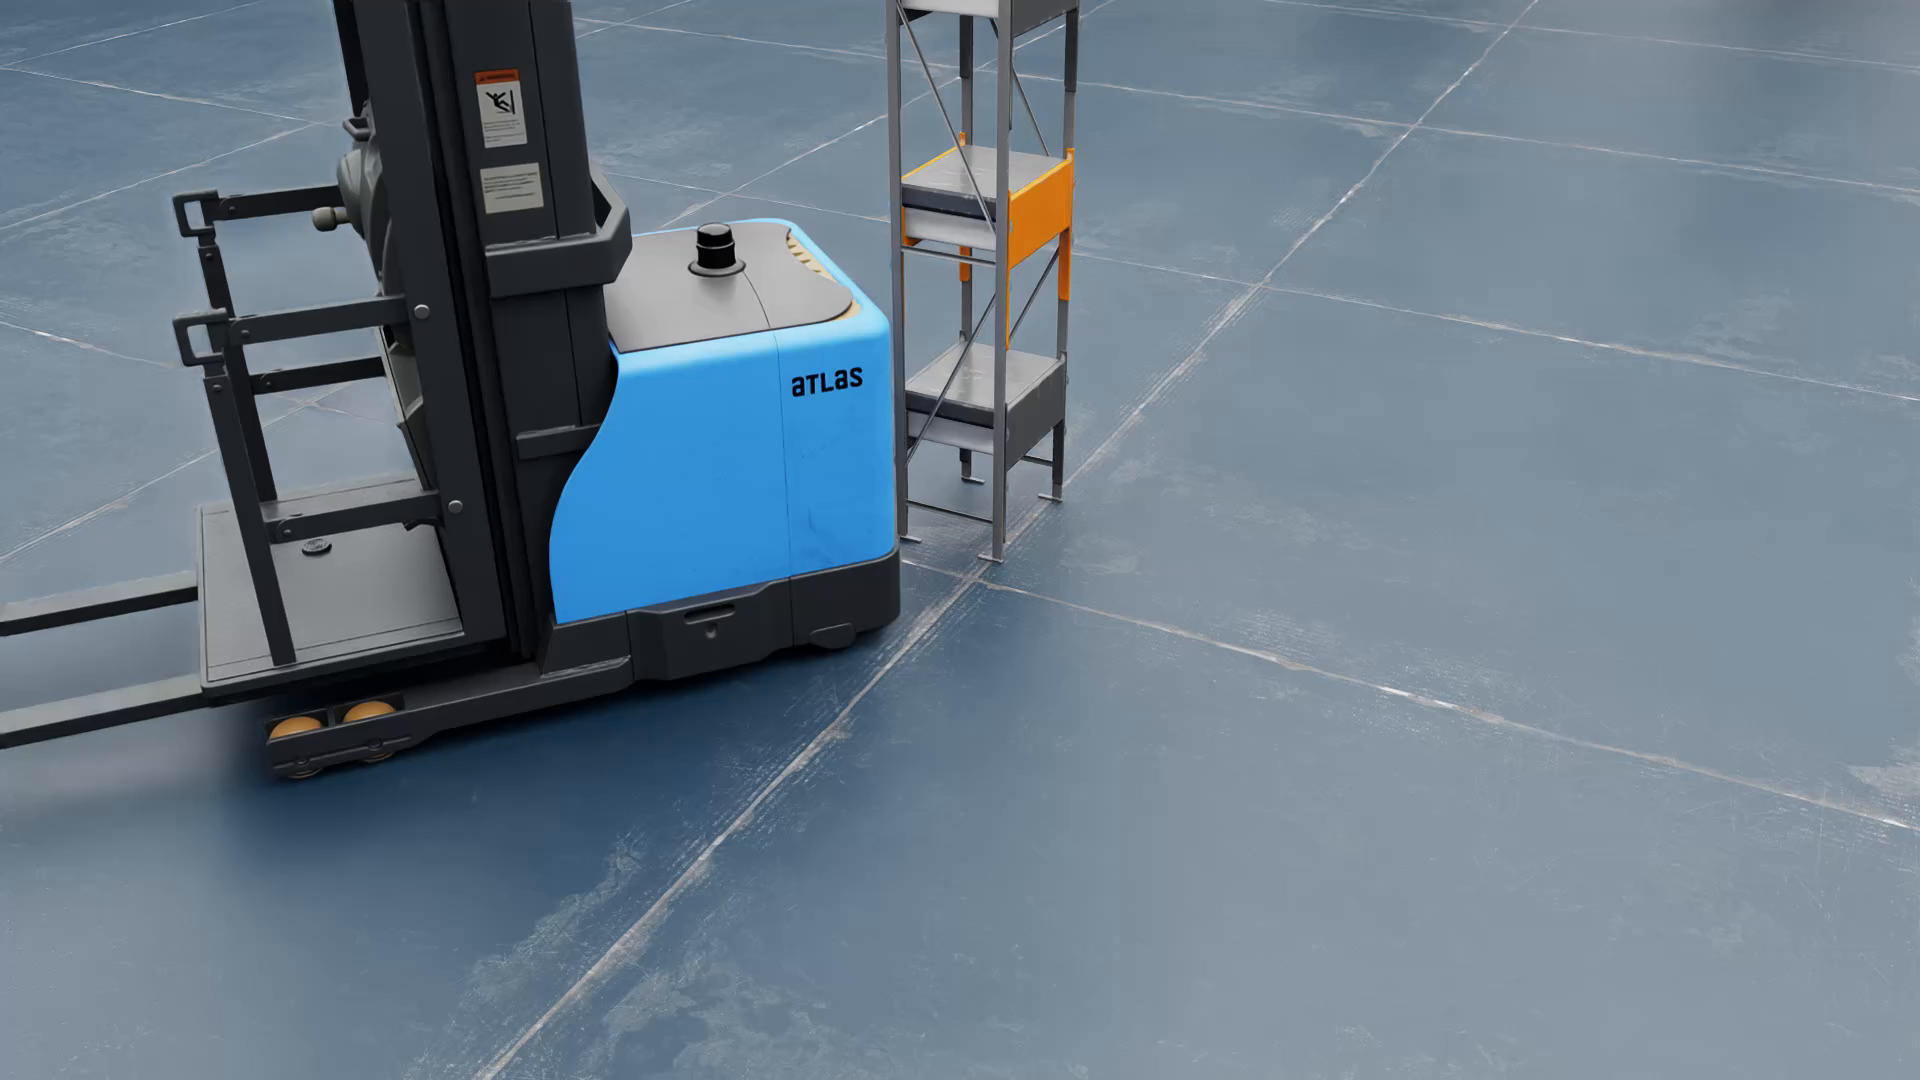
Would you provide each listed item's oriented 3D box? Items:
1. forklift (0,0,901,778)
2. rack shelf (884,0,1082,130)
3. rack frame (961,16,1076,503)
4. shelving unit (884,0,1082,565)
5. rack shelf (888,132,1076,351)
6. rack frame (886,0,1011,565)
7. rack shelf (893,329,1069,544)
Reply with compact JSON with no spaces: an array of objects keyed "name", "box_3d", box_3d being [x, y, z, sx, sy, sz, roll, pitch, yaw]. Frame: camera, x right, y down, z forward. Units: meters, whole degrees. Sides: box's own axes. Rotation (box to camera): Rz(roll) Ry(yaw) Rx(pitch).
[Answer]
[{"name":"forklift","box_3d":[-1.754,-0.911,4.393,3.031,2.935,1.130,-12,32,-19]},{"name":"rack shelf","box_3d":[0.075,-1.579,5.013,0.431,0.518,0.480,14,33,23]},{"name":"rack frame","box_3d":[0.187,-1.092,5.543,0.400,2.100,0.015,14,33,23]},{"name":"shelving unit","box_3d":[0.075,-0.984,5.355,0.431,2.100,0.503,14,33,23]},{"name":"rack shelf","box_3d":[0.075,-0.972,5.362,0.431,0.518,0.480,14,33,23]},{"name":"rack frame","box_3d":[-0.036,-0.876,5.167,0.400,2.100,0.015,14,33,23]},{"name":"rack shelf","box_3d":[0.075,-0.365,5.710,0.431,0.518,0.480,14,33,23]}]
